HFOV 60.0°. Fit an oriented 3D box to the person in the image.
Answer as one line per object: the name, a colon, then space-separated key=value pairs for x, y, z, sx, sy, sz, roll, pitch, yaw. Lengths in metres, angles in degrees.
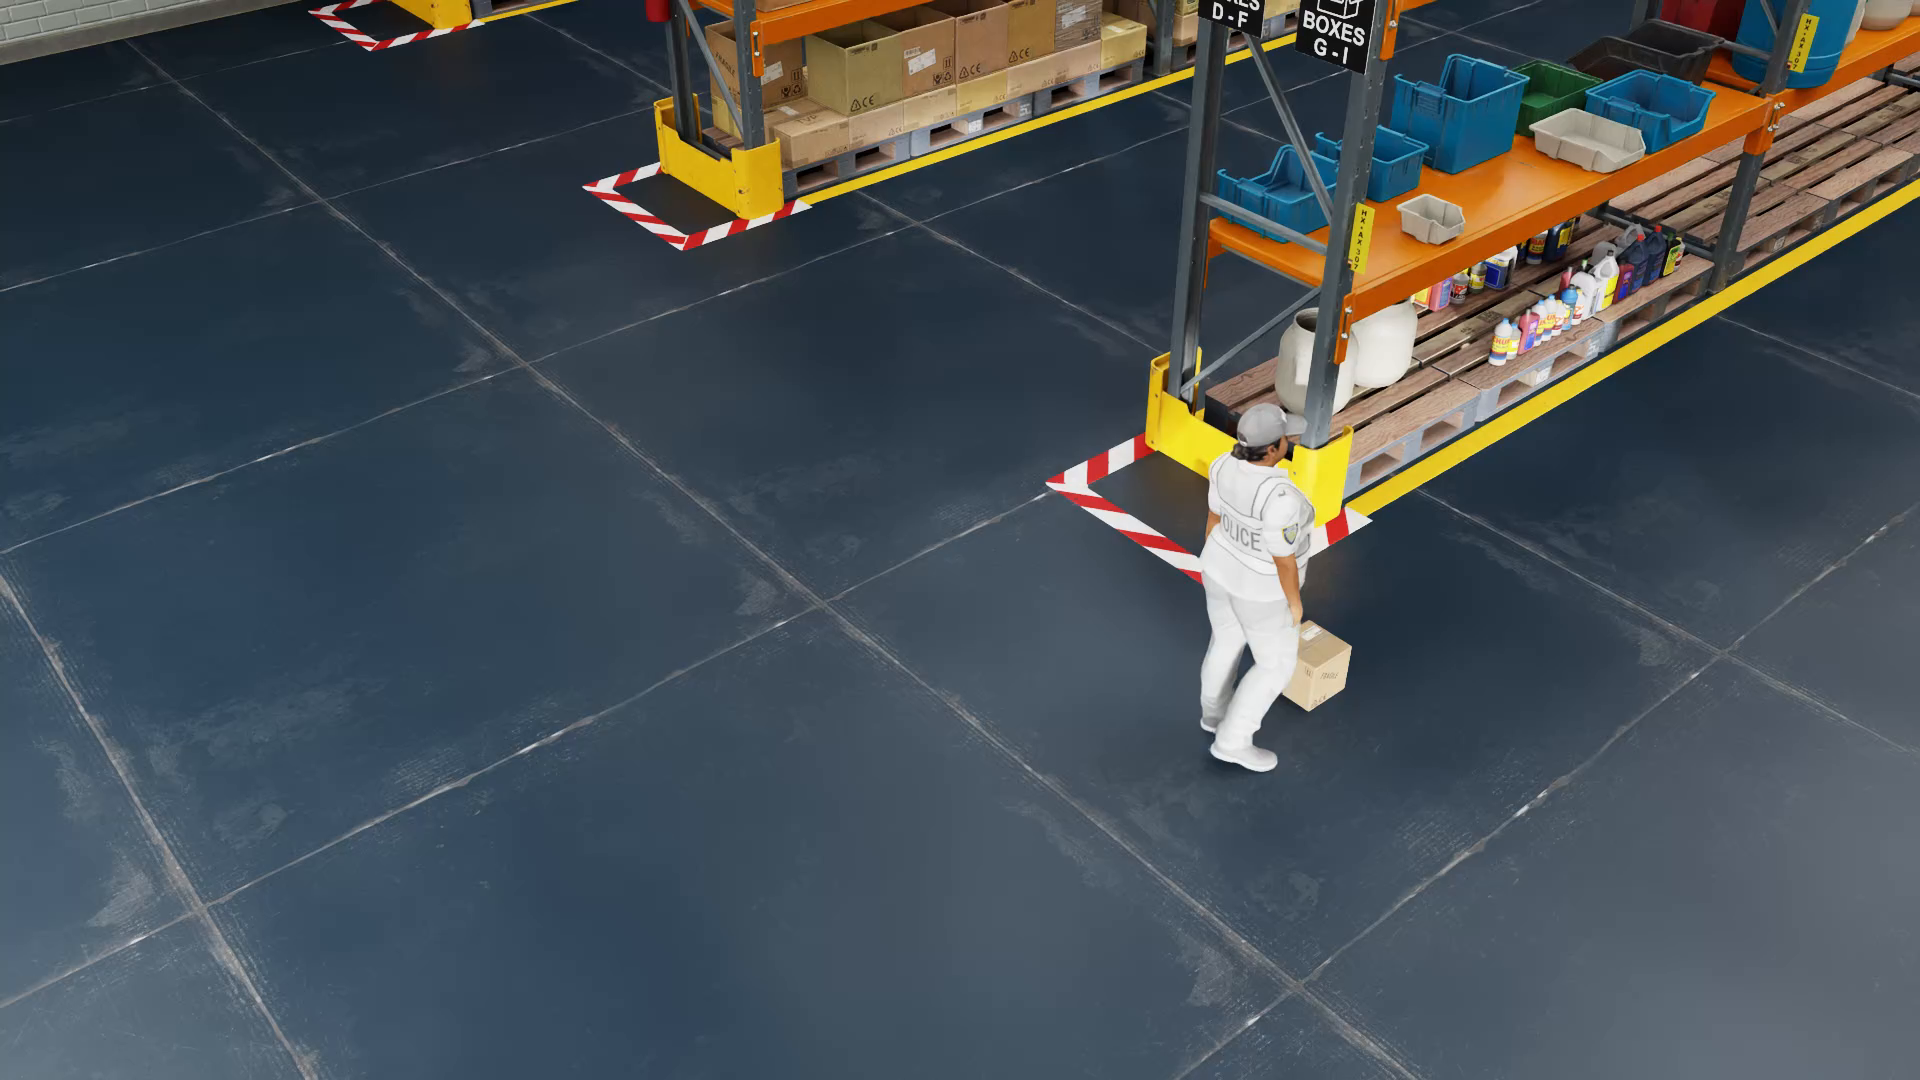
person: x=1.197 y=0.184 z=6.818 sx=0.408 sy=1.682 sz=0.534 roll=-21 pitch=41 yaw=-26
